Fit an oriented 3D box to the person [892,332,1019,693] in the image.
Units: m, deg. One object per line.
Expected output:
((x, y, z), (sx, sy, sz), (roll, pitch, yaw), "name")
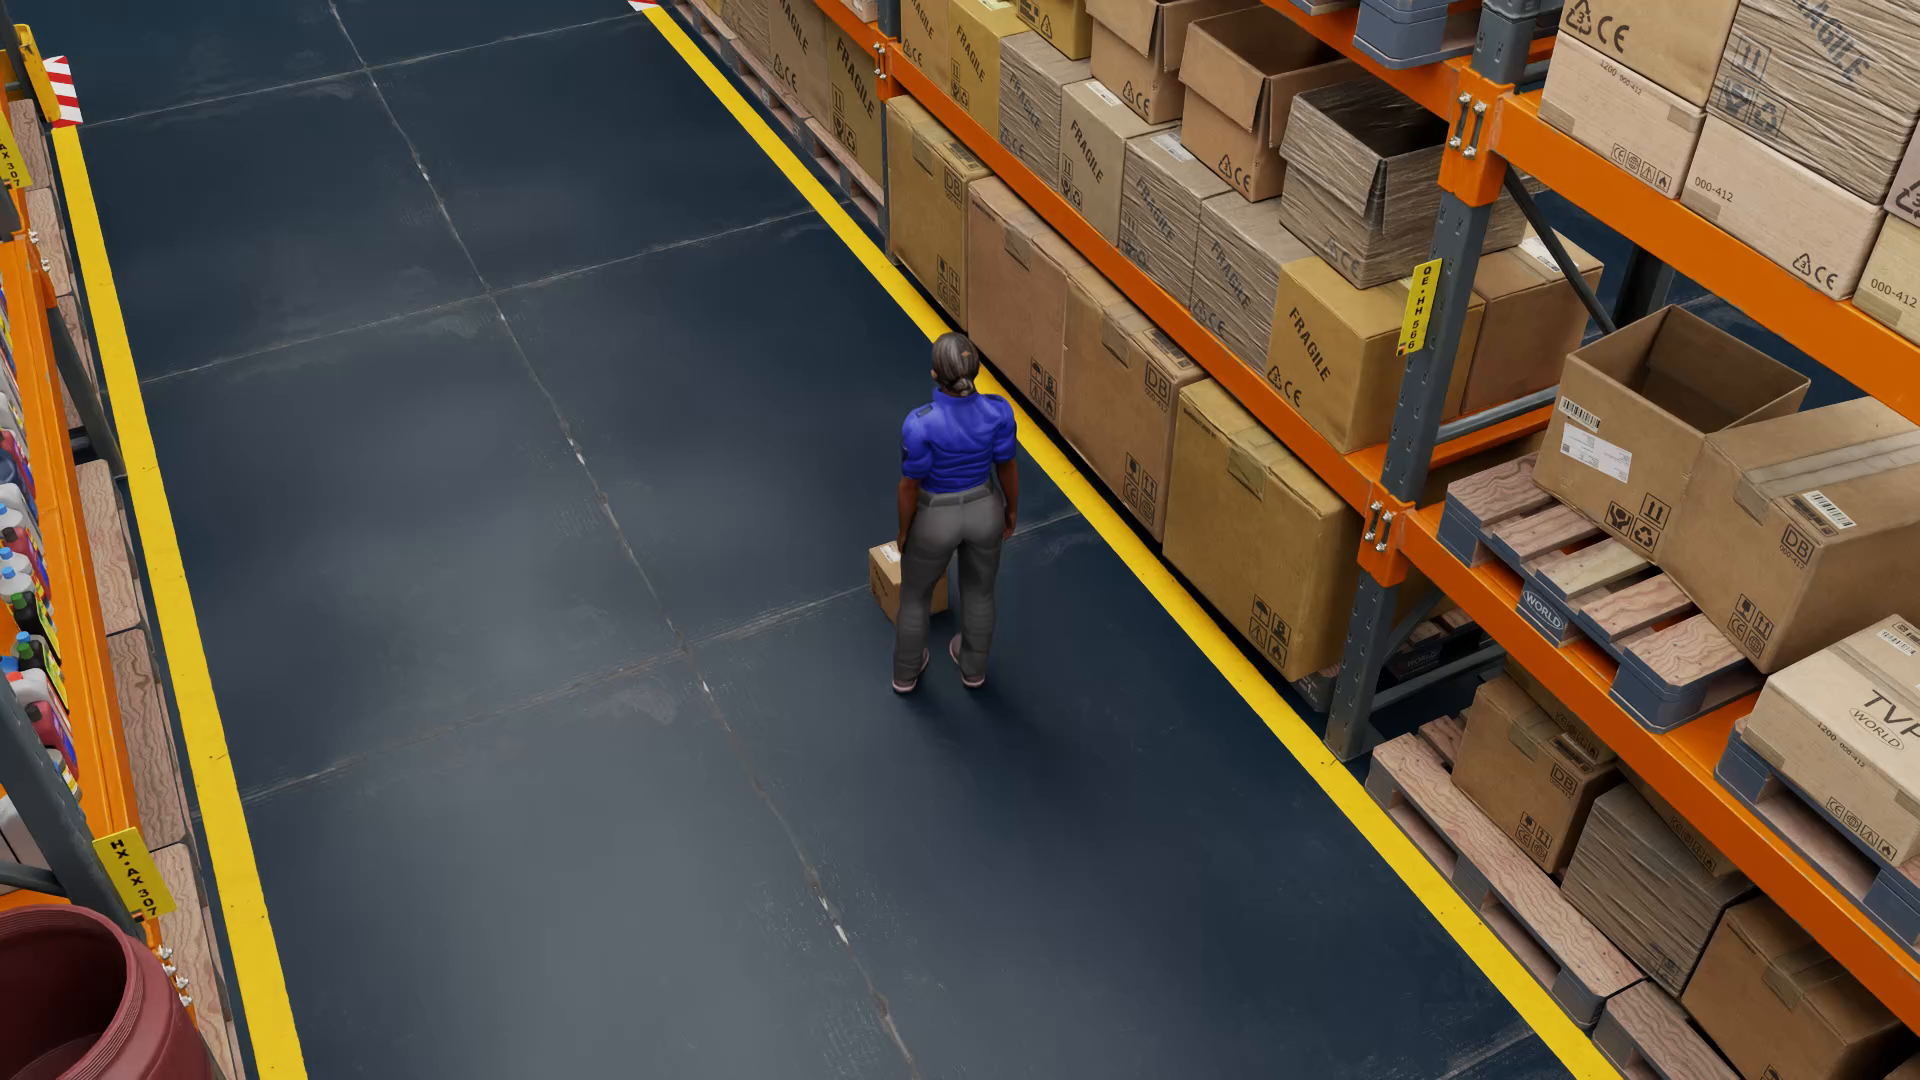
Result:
((-0.039, -0.087, 6.254), (0.514, 1.667, 0.348), (-11, 43, -13), "person")
